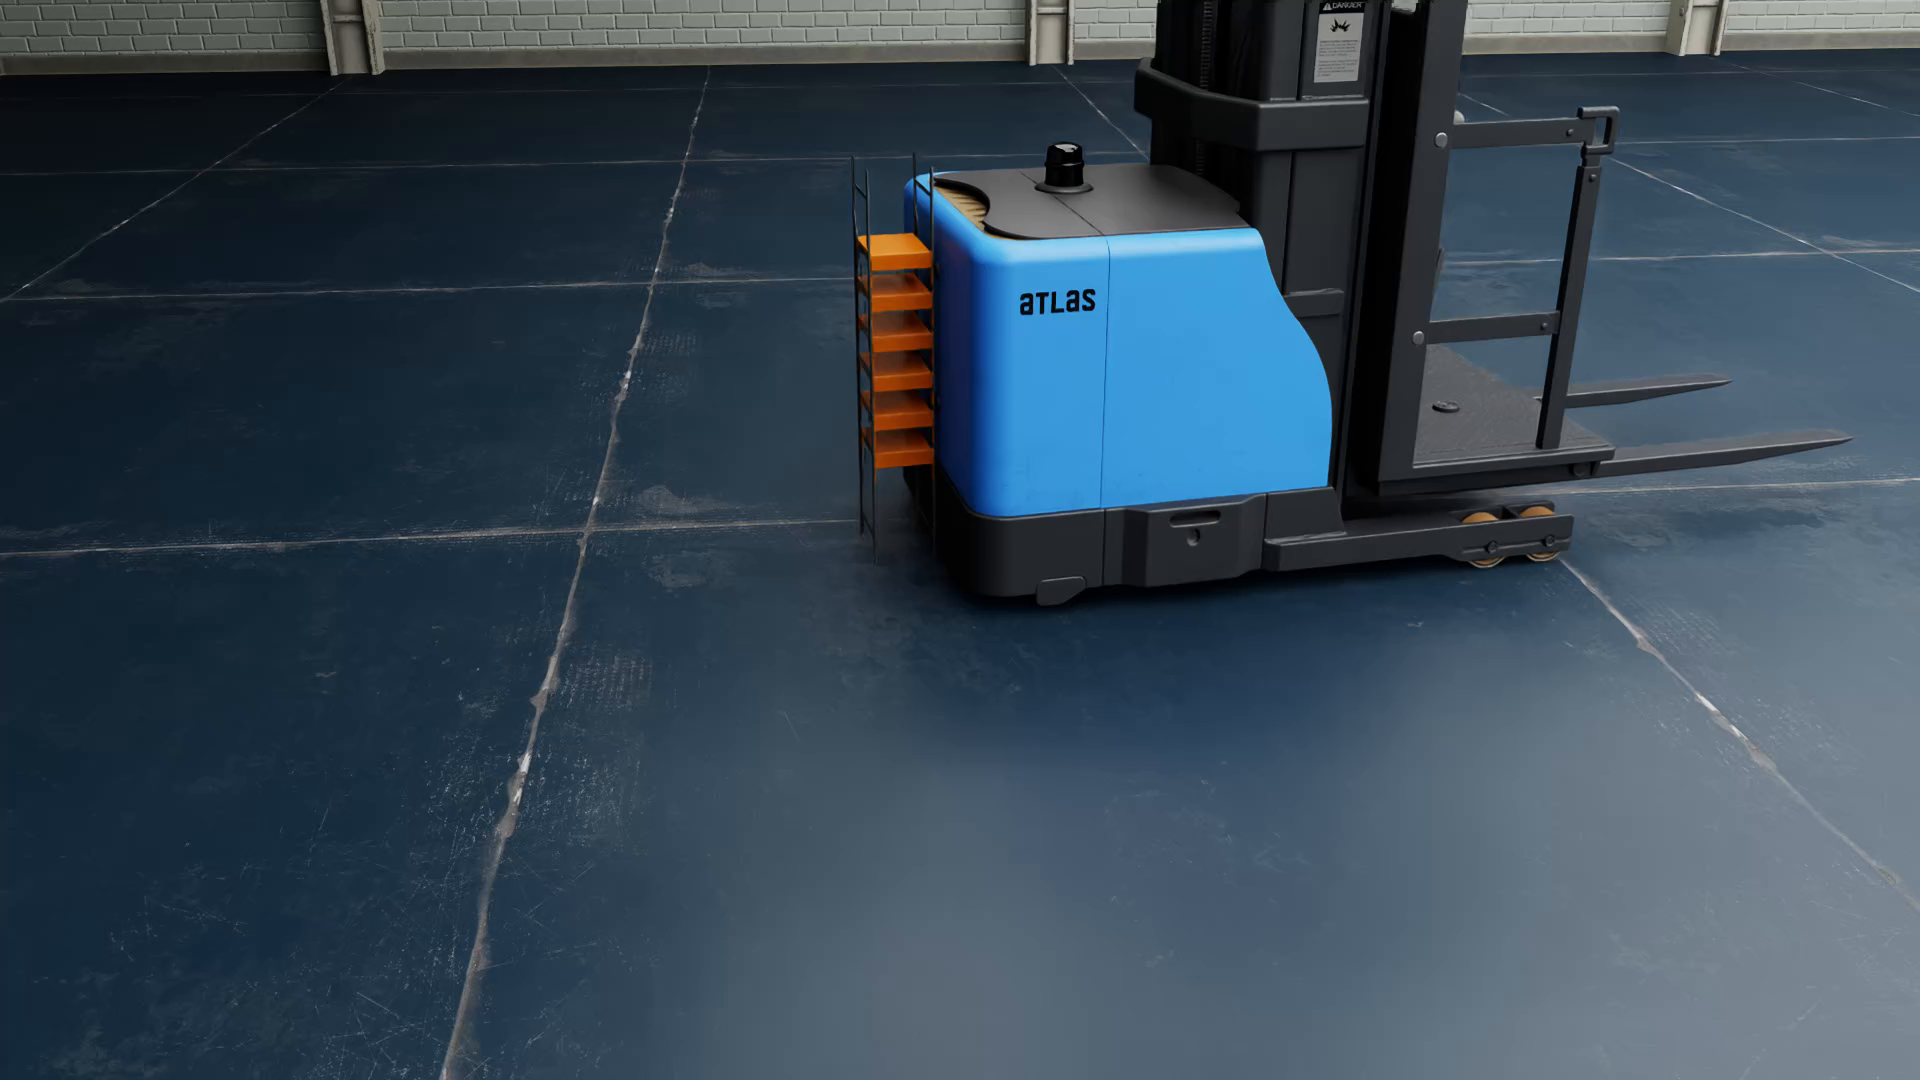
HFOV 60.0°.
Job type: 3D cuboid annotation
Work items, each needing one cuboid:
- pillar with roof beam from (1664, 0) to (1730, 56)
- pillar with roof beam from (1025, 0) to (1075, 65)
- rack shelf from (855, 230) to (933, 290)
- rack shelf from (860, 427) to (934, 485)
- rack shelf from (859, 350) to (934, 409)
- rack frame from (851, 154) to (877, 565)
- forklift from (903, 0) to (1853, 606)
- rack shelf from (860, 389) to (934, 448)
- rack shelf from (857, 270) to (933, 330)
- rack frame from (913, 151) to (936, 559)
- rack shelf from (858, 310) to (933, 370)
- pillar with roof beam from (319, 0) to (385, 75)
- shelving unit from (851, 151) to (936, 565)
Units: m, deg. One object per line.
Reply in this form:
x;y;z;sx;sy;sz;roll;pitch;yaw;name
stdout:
7.189;-6.877;9.644;0.400;9.000;9.100;-2;24;-5;pillar with roof beam
1.218;-6.638;9.105;0.400;9.000;9.100;-2;24;-5;pillar with roof beam
-0.195;-0.816;4.831;0.180;0.103;0.258;-6;25;-13;rack shelf
-0.195;-0.267;5.075;0.180;0.103;0.258;-6;25;-13;rack shelf
-0.195;-0.487;4.977;0.180;0.103;0.258;-6;25;-13;rack shelf
-0.283;-0.518;4.939;0.006;1.200;0.240;-6;25;-13;rack frame
1.385;-1.456;4.917;3.031;2.935;1.130;-6;25;-13;forklift
-0.195;-0.377;5.026;0.180;0.103;0.258;-6;25;-13;rack shelf
-0.195;-0.706;4.880;0.180;0.103;0.258;-6;25;-13;rack shelf
-0.106;-0.536;4.979;0.006;1.200;0.240;-6;25;-13;rack frame
-0.195;-0.596;4.928;0.180;0.103;0.258;-6;25;-13;rack shelf
-4.753;-6.398;8.566;0.400;9.000;9.100;-2;24;-5;pillar with roof beam
-0.195;-0.527;4.959;0.189;1.200;0.258;-6;25;-13;shelving unit
